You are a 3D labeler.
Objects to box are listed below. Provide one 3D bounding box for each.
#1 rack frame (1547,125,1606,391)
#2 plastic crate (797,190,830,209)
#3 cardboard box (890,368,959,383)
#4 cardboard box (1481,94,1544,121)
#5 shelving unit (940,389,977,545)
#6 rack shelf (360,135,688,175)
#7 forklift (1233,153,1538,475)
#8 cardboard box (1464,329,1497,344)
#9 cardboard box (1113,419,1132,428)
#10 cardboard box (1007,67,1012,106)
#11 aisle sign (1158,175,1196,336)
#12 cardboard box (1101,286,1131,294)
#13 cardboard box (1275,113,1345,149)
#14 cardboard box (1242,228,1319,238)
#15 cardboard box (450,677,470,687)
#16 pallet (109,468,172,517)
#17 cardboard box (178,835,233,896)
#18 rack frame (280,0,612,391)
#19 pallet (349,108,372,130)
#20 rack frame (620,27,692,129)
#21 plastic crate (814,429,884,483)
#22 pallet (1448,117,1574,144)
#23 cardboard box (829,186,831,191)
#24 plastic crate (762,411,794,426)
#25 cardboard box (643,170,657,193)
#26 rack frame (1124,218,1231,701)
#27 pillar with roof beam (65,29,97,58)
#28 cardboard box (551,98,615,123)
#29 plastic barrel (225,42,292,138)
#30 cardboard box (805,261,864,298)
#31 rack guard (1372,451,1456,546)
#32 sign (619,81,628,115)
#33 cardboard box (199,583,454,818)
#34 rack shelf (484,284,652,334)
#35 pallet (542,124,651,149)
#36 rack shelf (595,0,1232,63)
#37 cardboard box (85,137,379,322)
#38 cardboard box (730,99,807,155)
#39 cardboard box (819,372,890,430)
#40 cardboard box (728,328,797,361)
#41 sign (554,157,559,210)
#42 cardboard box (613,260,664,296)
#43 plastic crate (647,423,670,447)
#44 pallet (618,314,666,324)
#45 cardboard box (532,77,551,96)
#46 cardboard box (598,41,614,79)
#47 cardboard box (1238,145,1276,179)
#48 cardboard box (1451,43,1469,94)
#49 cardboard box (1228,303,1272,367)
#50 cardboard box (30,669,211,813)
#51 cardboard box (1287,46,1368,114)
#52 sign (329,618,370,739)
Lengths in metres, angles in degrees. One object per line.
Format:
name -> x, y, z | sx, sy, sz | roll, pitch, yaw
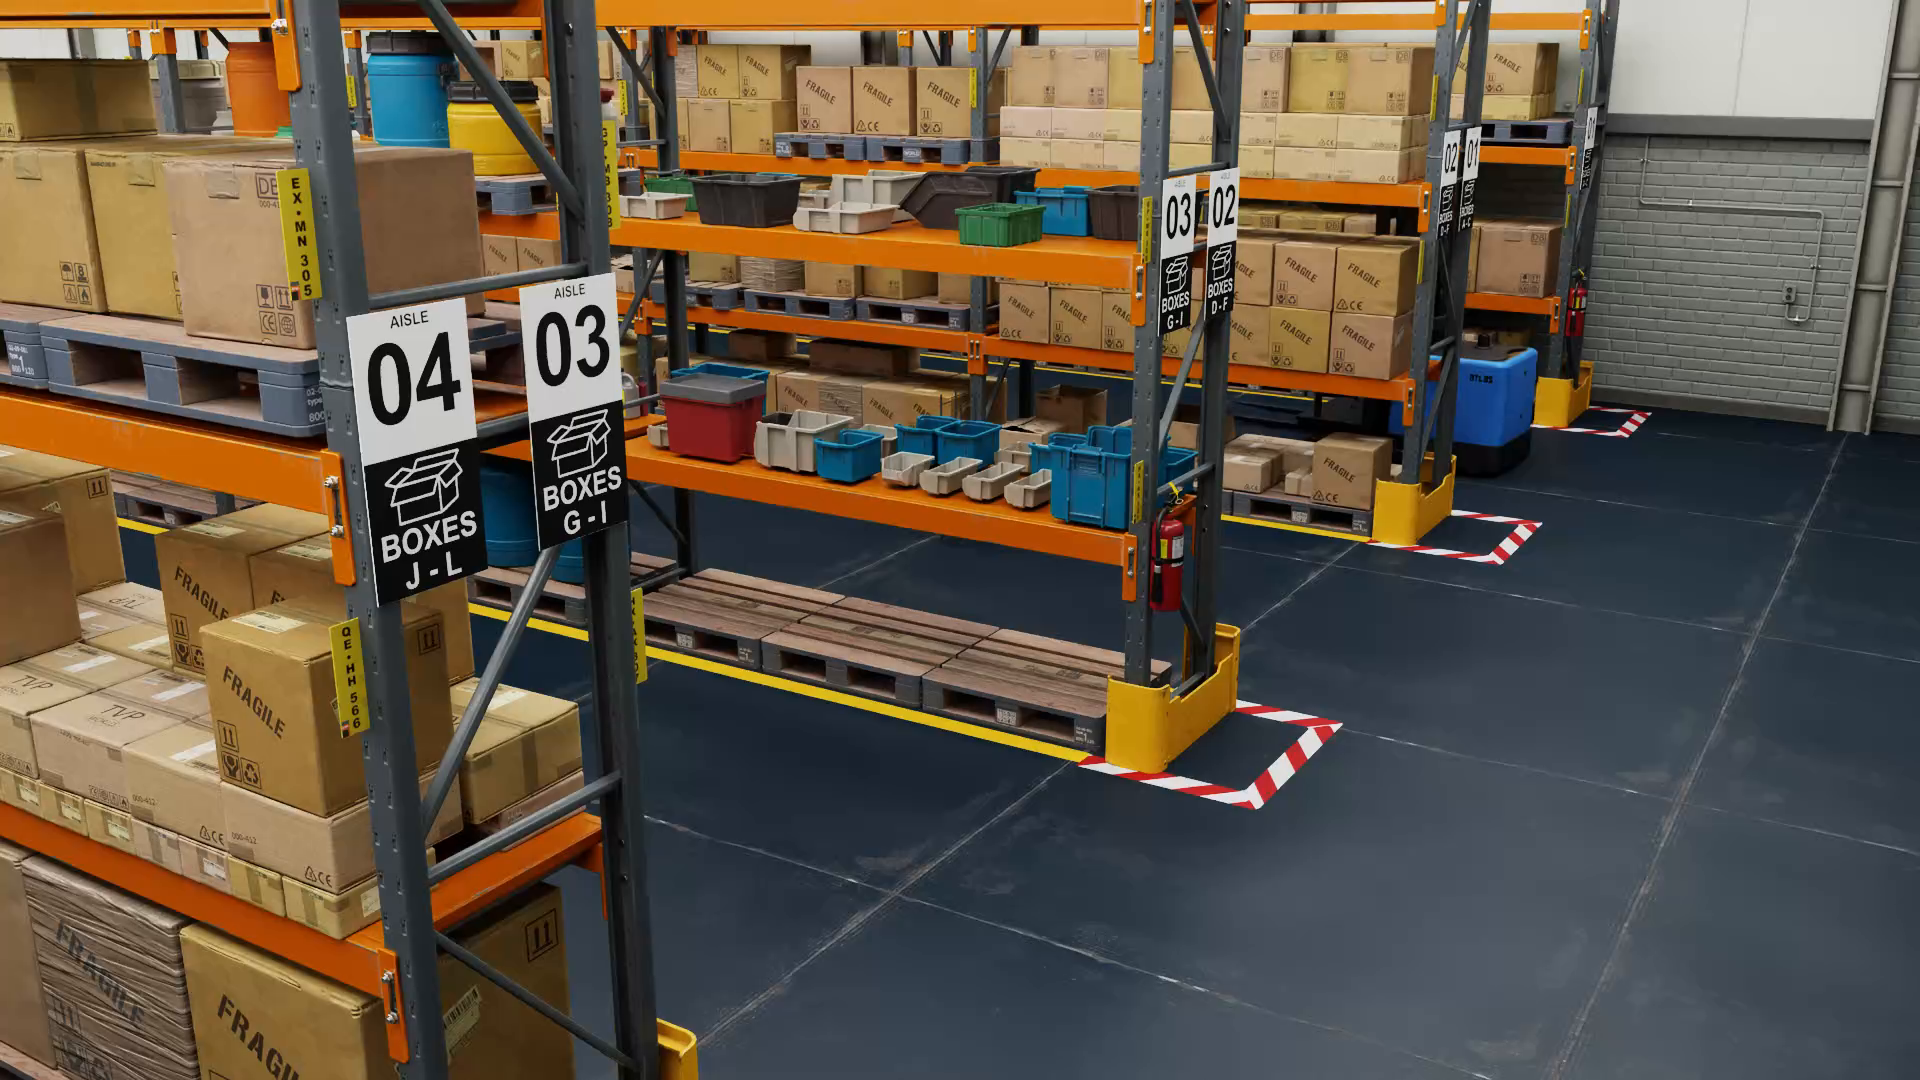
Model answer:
rack frame -> 6.399, -2.766, 17.325 | 0.127, 3.000, 1.000 | 10, 20, 30
plastic crate -> -0.911, -2.130, 10.526 | 0.466, 0.136, 0.293 | 10, 20, 30
cardboard box -> -0.344, -1.373, 16.285 | 0.500, 0.500, 0.500 | 10, 20, 31
cardboard box -> 5.636, -4.423, 16.985 | 0.500, 0.250, 0.500 | 11, 20, 32
shelving unit -> -0.012, -0.576, 13.214 | 0.189, 1.200, 0.258 | 10, 20, 30
rack shelf -> -4.711, -4.150, 17.960 | 4.000, 0.370, 1.077 | 10, 20, 30
forklift -> 3.946, -2.315, 15.960 | 3.031, 2.935, 1.130 | 11, 20, 33
cardboard box -> 5.546, -2.137, 17.717 | 0.250, 0.149, 0.380 | 10, 19, 29
cardboard box -> 1.674, -0.940, 15.184 | 0.500, 0.311, 0.500 | 10, 20, 30
cardboard box -> 0.969, -5.461, 20.110 | 0.500, 0.500, 0.700 | 11, 20, 33
aisle sign -> 1.122, -1.472, 8.594 | 0.004, 0.787, 0.394 | 10, 20, 30
cardboard box -> 1.533, -2.375, 14.146 | 0.500, 0.500, 0.500 | 9, 19, 28
cardboard box -> 2.812, -3.232, 13.097 | 0.500, 0.250, 0.500 | 10, 20, 30
cardboard box -> 2.697, -2.352, 14.071 | 0.500, 0.500, 0.500 | 10, 20, 31
cardboard box -> -2.092, 0.627, 5.903 | 0.500, 0.250, 0.500 | 10, 19, 29
pallet -> -7.278, -0.508, 14.690 | 1.213, 0.211, 1.003 | 10, 20, 30
cardboard box -> -2.290, 0.985, 5.411 | 0.250, 0.149, 0.380 | 10, 20, 30
rack frame -> -1.378, -1.956, 4.337 | 0.127, 3.000, 1.000 | 10, 20, 30
pallet -> -7.156, -4.880, 19.276 | 1.213, 0.211, 1.003 | 10, 20, 30
rack frame -> -3.007, -5.625, 16.418 | 0.127, 3.000, 1.000 | 10, 20, 30
plastic crate -> -0.670, -0.509, 10.082 | 0.300, 0.233, 0.416 | 10, 20, 30
pallet -> 5.762, -4.269, 17.265 | 1.213, 0.211, 1.003 | 10, 20, 30
cardboard box -> -1.314, -4.388, 21.737 | 0.500, 0.500, 0.700 | 8, 19, 25
plastic crate -> -1.100, -0.714, 10.940 | 0.590, 0.125, 0.437 | 10, 20, 30
cardboard box -> -4.391, -4.883, 23.228 | 0.500, 0.500, 0.500 | 10, 20, 30
rack frame -> 1.214, -0.312, 9.247 | 0.127, 3.000, 1.000 | 10, 20, 30
pillar with roof beam -> -18.664, -8.937, 27.318 | 0.400, 9.000, 9.100 | 10, 20, 30
cardboard box -> -3.879, -4.450, 17.244 | 0.500, 0.250, 0.500 | 11, 20, 32
plastic barrel -> -5.120, -3.283, 12.407 | 0.708, 0.830, 0.600 | 10, 20, 30
cardboard box -> -1.136, -2.649, 16.046 | 0.500, 0.500, 0.700 | 5, 18, 16
rack guard -> 3.745, -0.354, 13.685 | 0.348, 0.500, 1.175 | 10, 20, 30
sign -> -3.305, -4.339, 16.319 | 0.005, 0.325, 0.100 | 10, 20, 30
cardboard box -> -1.930, 0.476, 5.108 | 0.500, 0.500, 0.500 | 10, 20, 31
rack shelf -> -4.711, -2.715, 18.396 | 4.000, 0.370, 1.077 | 10, 20, 30
pallet -> -3.632, -4.181, 17.148 | 1.003, 0.211, 1.213 | 11, 20, 33
rack shelf -> -0.490, -2.951, 9.539 | 4.000, 0.370, 1.077 | 10, 20, 30
cardboard box -> -2.265, -0.998, 5.279 | 0.500, 0.500, 0.700 | 9, 19, 28
cardboard box -> -1.740, -4.023, 16.133 | 0.500, 0.500, 0.910 | 10, 20, 30
cardboard box -> -1.013, -1.319, 16.106 | 0.500, 0.500, 0.500 | 10, 20, 31
cardboard box -> -2.037, -2.037, 17.179 | 0.500, 0.250, 0.500 | 11, 20, 32
sign -> -2.484, -2.224, 10.365 | 0.005, 0.325, 0.100 | 10, 20, 30
cardboard box -> -3.294, -2.778, 17.521 | 0.500, 0.311, 0.500 | 12, 20, 33
plastic crate -> -1.872, -0.717, 10.930 | 0.243, 0.136, 0.396 | 10, 20, 30
pallet -> -4.417, -3.350, 24.046 | 1.213, 0.211, 1.003 | 10, 20, 30
cardboard box -> -5.730, -6.334, 23.706 | 0.500, 0.500, 0.500 | 12, 20, 33
cardboard box -> -4.870, -6.652, 23.032 | 0.500, 0.500, 0.500 | 11, 20, 33
cardboard box -> 2.381, -3.066, 13.411 | 0.500, 0.250, 0.500 | 10, 20, 30
cardboard box -> 5.212, -4.859, 17.129 | 0.500, 0.500, 0.500 | 11, 20, 32
cardboard box -> 2.420, -1.742, 13.783 | 0.500, 0.500, 0.500 | 10, 20, 30
cardboard box -> -2.795, 0.682, 5.723 | 0.500, 0.250, 0.500 | 9, 19, 28
cardboard box -> 2.982, -3.671, 13.251 | 0.500, 0.500, 0.700 | 10, 20, 30
sign -> -1.674, 0.380, 4.571 | 0.005, 0.325, 0.100 | 10, 20, 30
